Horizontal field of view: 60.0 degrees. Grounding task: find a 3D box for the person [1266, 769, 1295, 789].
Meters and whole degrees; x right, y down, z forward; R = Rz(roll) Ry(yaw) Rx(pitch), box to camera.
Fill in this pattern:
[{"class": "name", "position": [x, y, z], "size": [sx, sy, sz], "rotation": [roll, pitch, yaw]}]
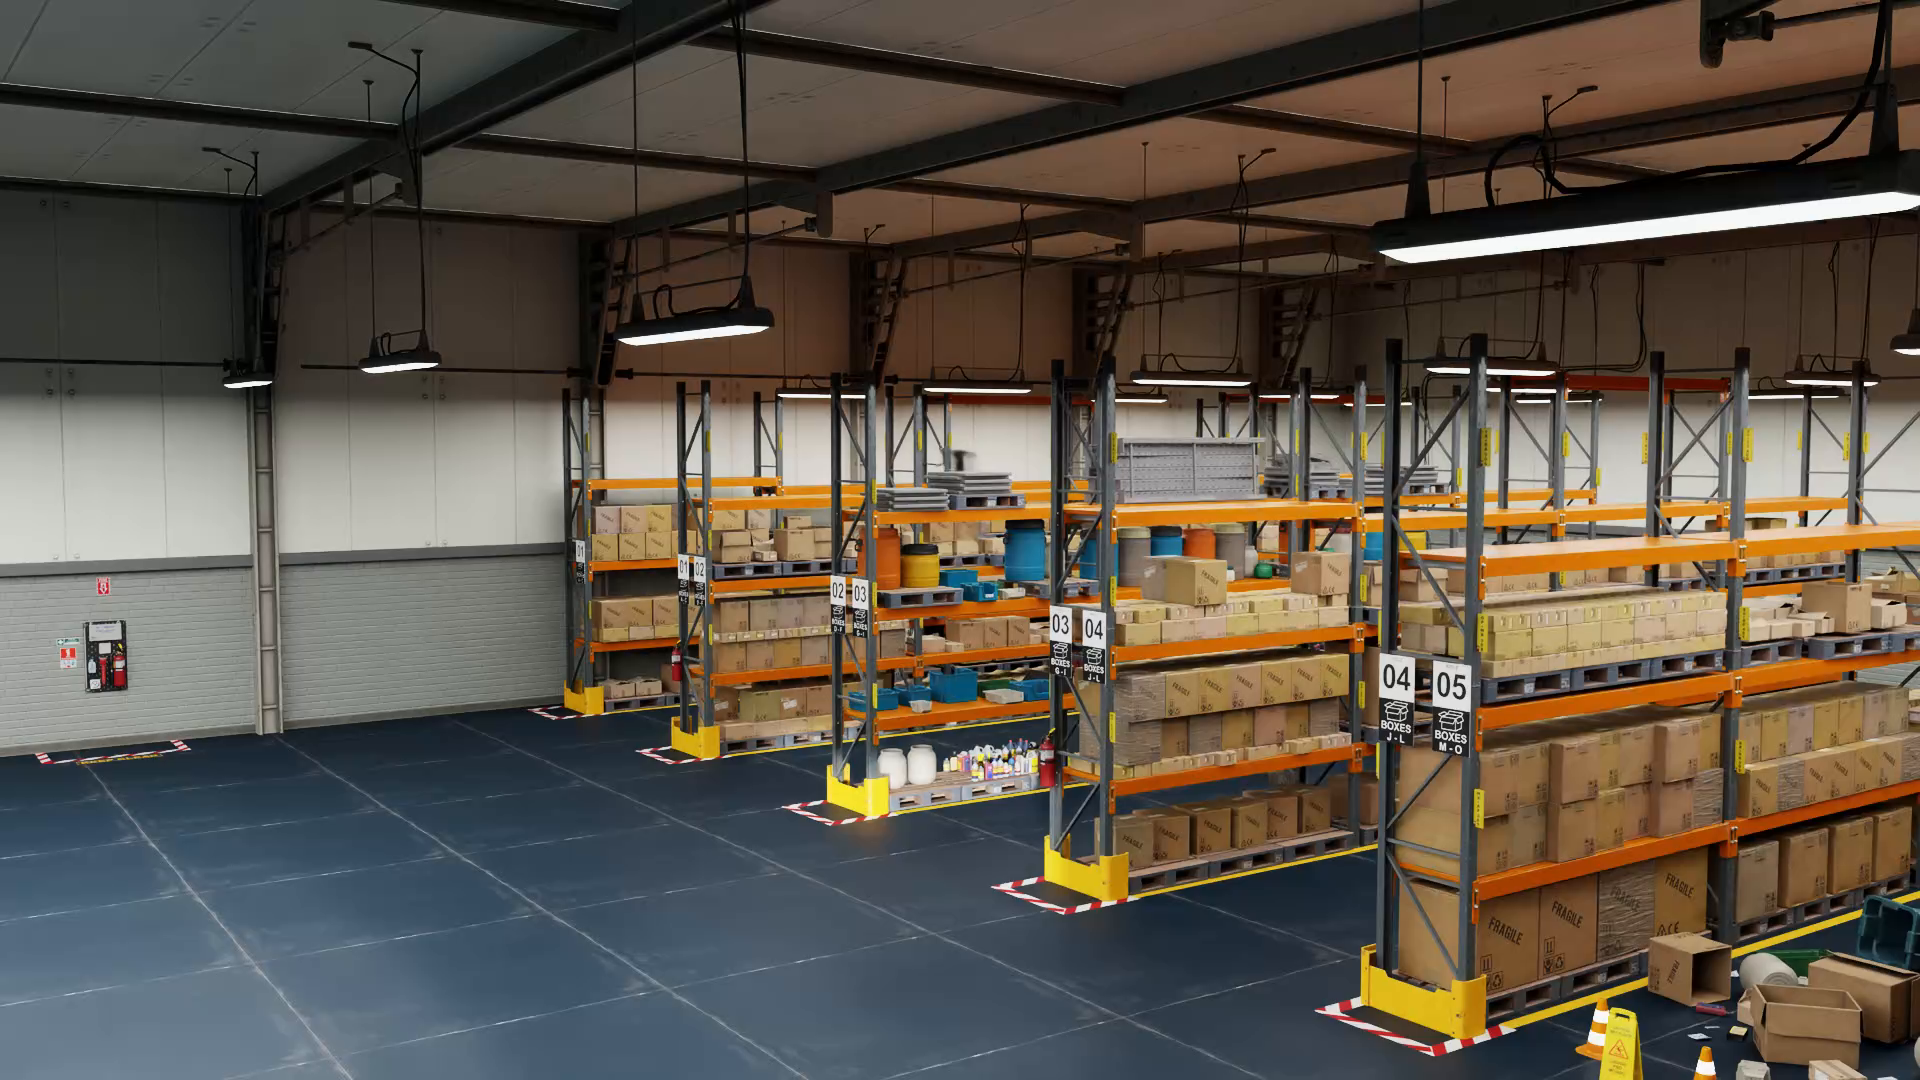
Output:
[{"class": "person", "position": [4.429, 2.856, 22.981], "size": [0.817, 1.714, 0.547], "rotation": [-2, 4, -29]}]
